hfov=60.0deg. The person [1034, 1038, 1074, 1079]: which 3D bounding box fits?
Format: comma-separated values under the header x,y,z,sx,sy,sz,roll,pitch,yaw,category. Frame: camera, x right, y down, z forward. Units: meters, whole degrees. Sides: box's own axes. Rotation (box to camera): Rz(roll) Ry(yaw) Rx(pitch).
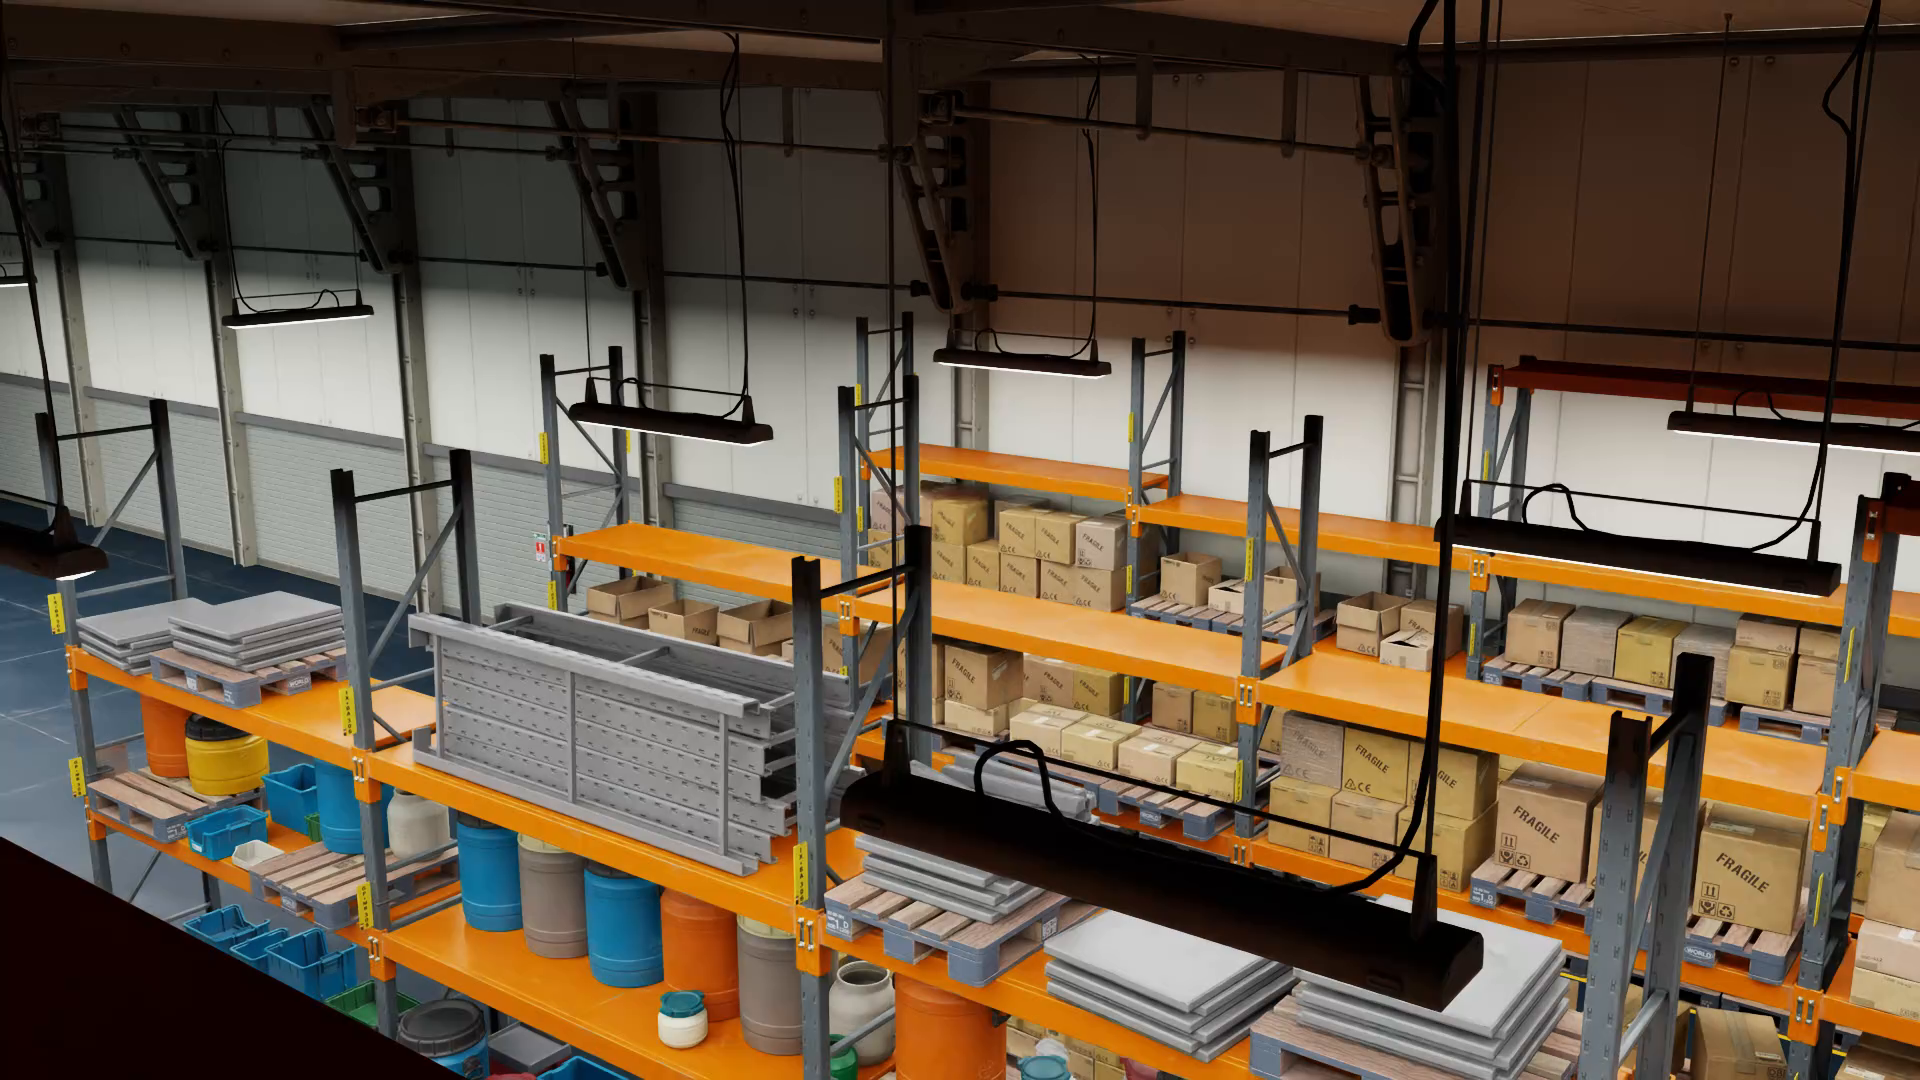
x,y,z,sx,sy,sz,roll,pitch,yaw,category
0.643,4.464,12.345,1.058,1.620,0.429,5,14,22,person
